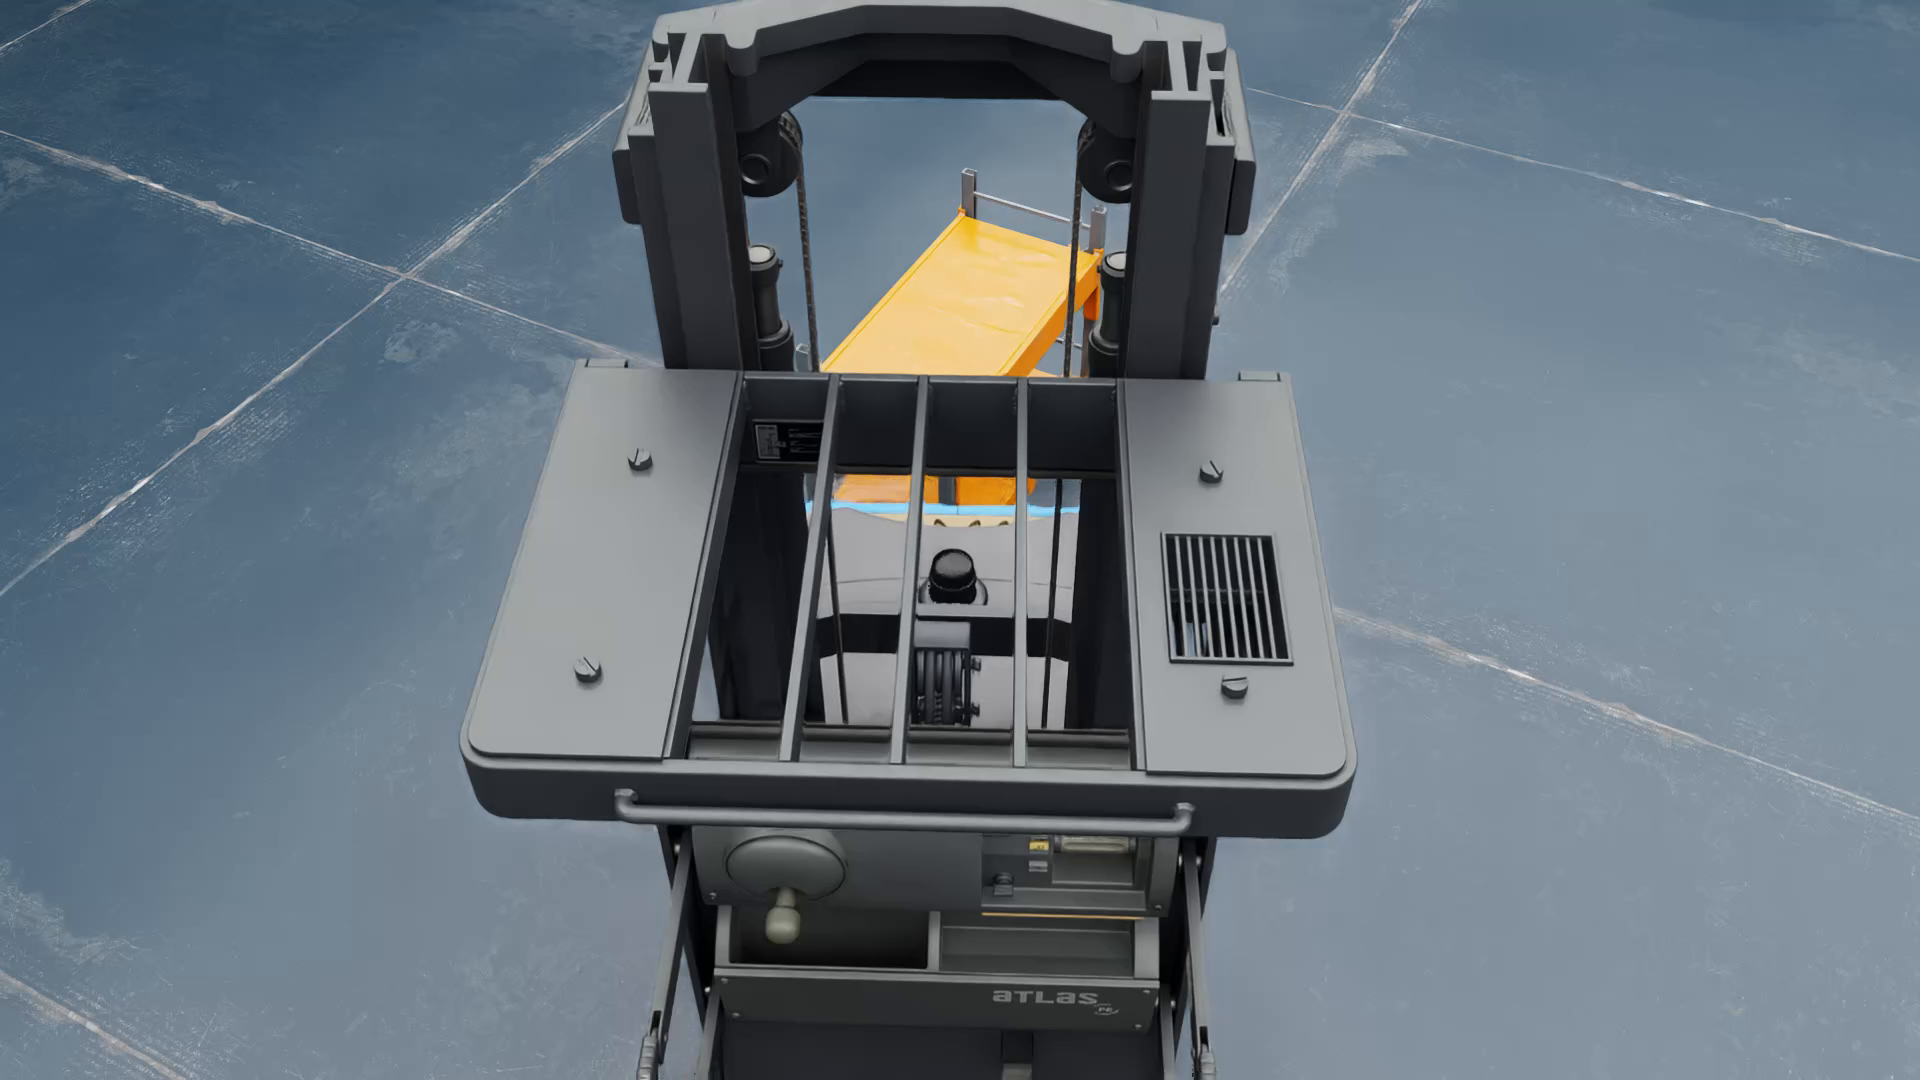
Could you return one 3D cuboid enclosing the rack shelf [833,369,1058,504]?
[{"bbox_3d":[-0.003,-0.219,5.520,0.538,0.278,1.000,20,49,19],"label":"rack shelf"}]

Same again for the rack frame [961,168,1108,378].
[{"bbox_3d":[0.233,-0.711,5.662,0.500,1.125,0.032,20,49,19],"label":"rack frame"}]

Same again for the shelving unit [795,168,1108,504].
[{"bbox_3d":[-0.003,-0.391,5.346,0.538,1.125,1.048,20,49,19],"label":"shelving unit"}]

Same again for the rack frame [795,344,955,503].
[{"bbox_3d":[-0.239,-0.071,5.029,0.500,1.125,0.032,20,49,19],"label":"rack frame"}]

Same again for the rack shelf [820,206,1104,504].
[{"bbox_3d":[-0.003,-0.597,5.138,0.538,0.278,1.000,20,49,19],"label":"rack shelf"}]

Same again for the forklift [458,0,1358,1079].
[{"bbox_3d":[-0.052,0.674,3.023,1.130,2.935,3.031,1,45,1],"label":"forklift"}]
